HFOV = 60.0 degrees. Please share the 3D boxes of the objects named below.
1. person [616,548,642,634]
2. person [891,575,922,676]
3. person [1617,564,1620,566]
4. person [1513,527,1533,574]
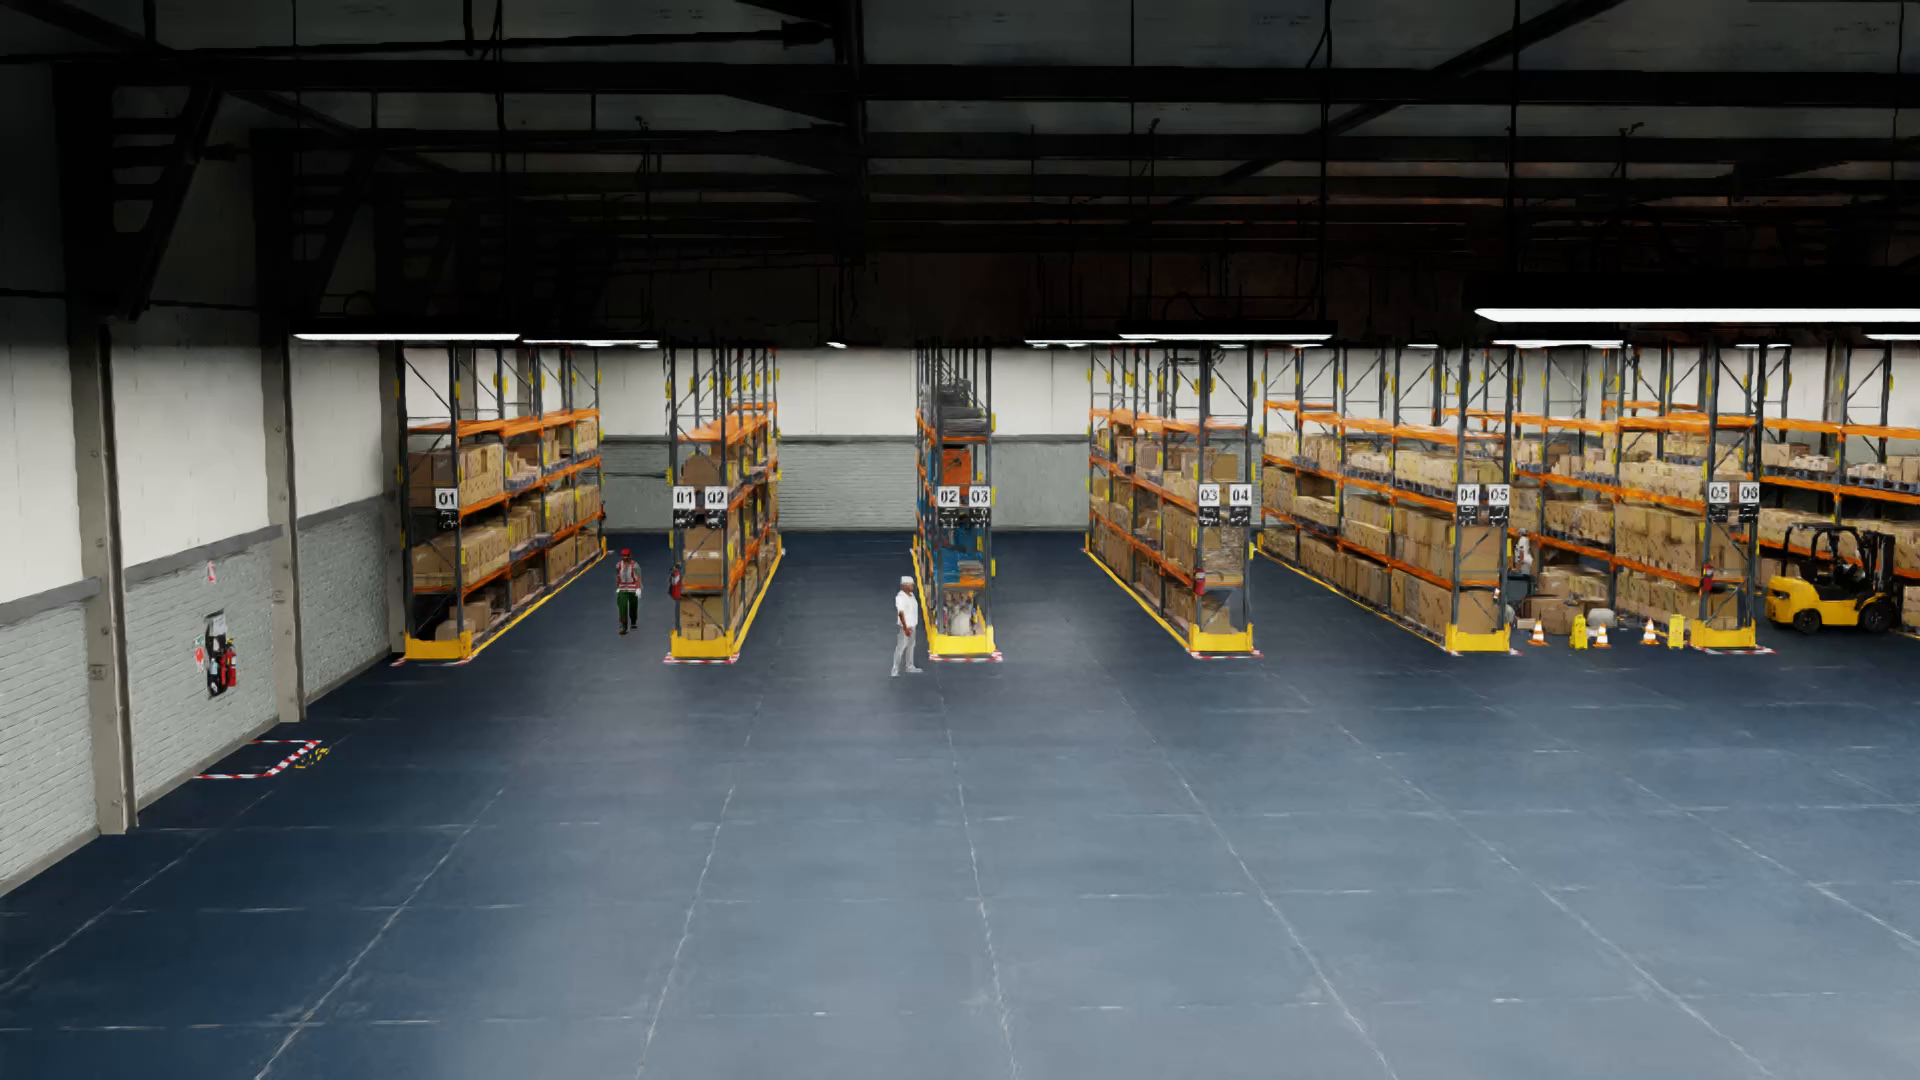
[{"bbox_3d":[-6.747,1.020,33.847,0.565,1.736,1.045,0,7,-4],"label":"person"},{"bbox_3d":[-0.965,1.512,29.394,0.424,1.760,0.703,2,7,21],"label":"person"},{"bbox_3d":[17.766,-0.086,44.271,0.625,1.596,0.517,-1,7,-5],"label":"person"},{"bbox_3d":[12.956,0.533,38.368,0.565,1.657,0.611,3,7,23],"label":"person"}]
